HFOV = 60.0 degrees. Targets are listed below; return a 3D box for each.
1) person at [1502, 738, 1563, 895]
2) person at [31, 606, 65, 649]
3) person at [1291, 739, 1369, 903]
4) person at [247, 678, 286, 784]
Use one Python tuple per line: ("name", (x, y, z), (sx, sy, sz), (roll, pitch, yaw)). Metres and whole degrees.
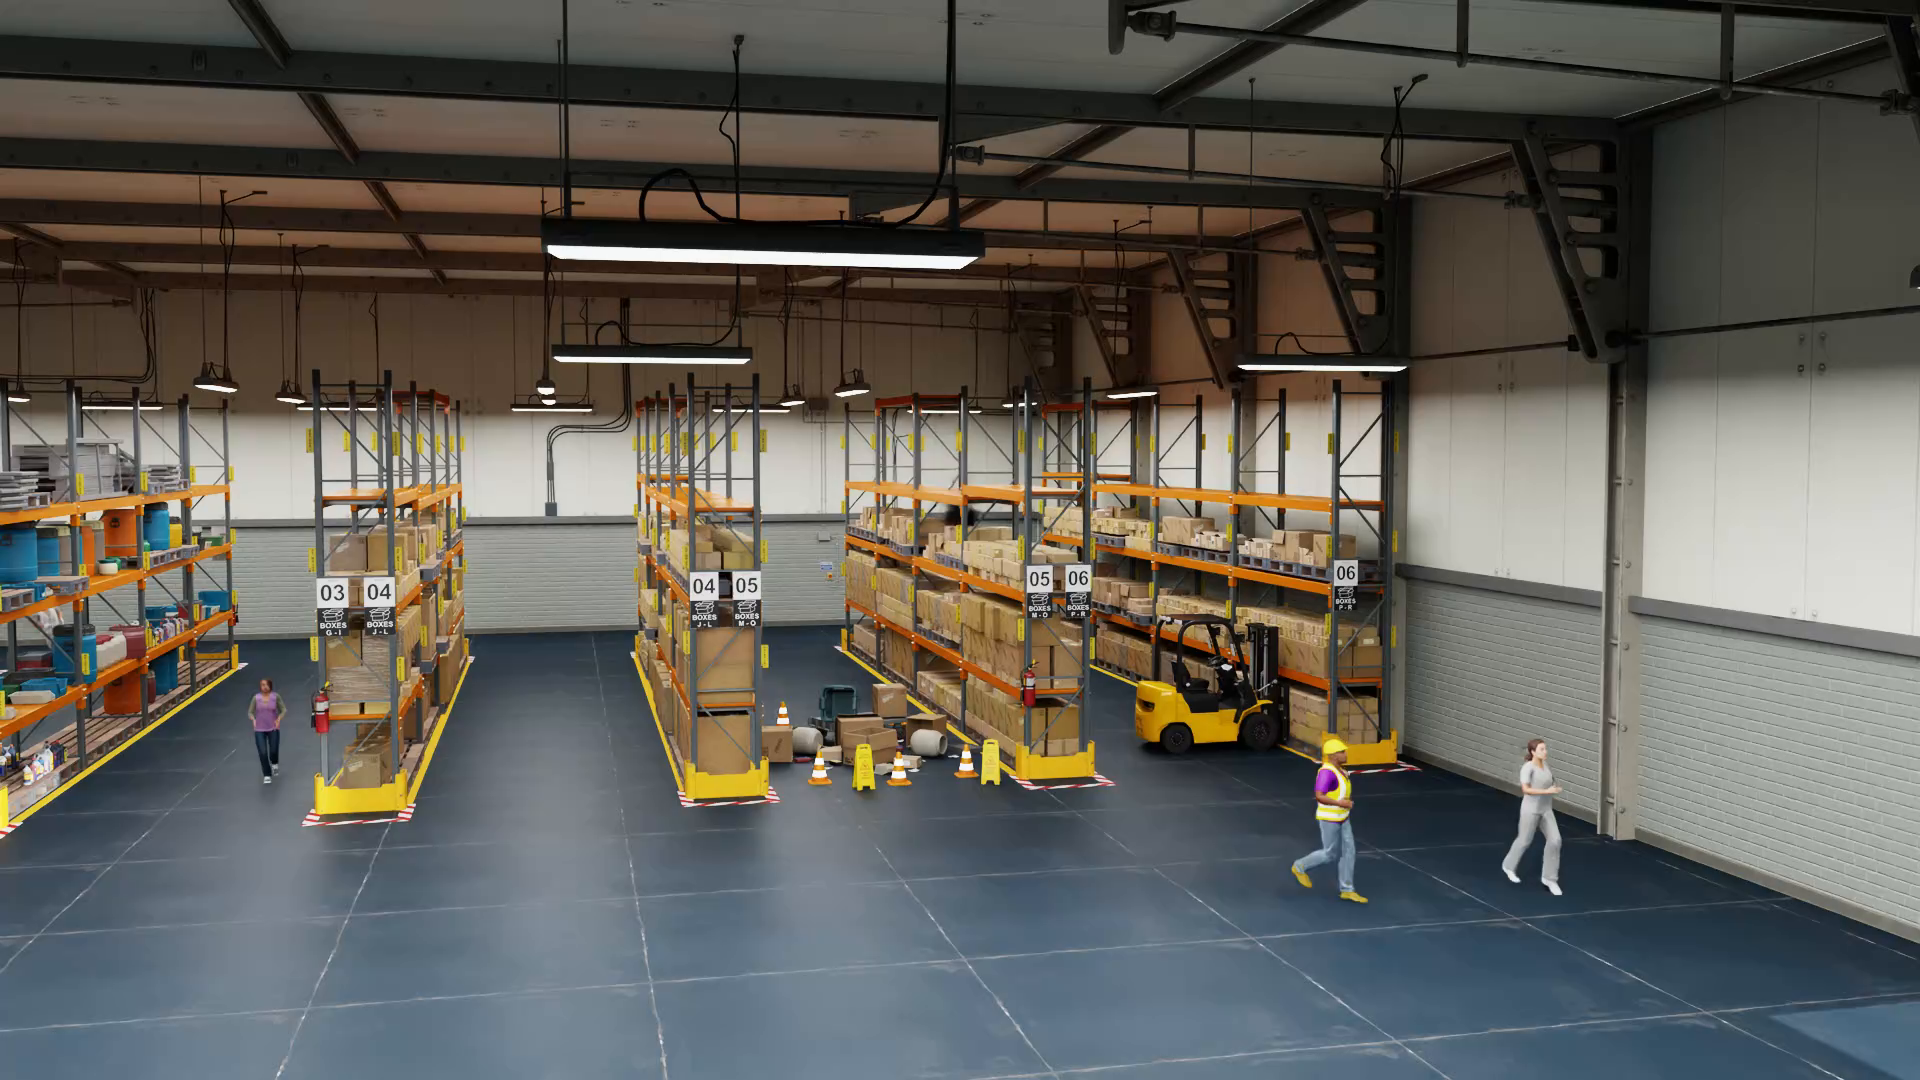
("person", (6.444, 3.083, 18.683), (0.554, 1.737, 0.797), (-2, 4, -28))
("person", (-20.007, 2.042, 36.632), (0.822, 1.740, 0.667), (-3, 4, -42))
("person", (4.058, 3.071, 18.256), (0.871, 1.773, 0.686), (2, 4, 31))
("person", (-10.227, 2.809, 24.530), (0.532, 1.550, 0.559), (-1, 3, -18))
